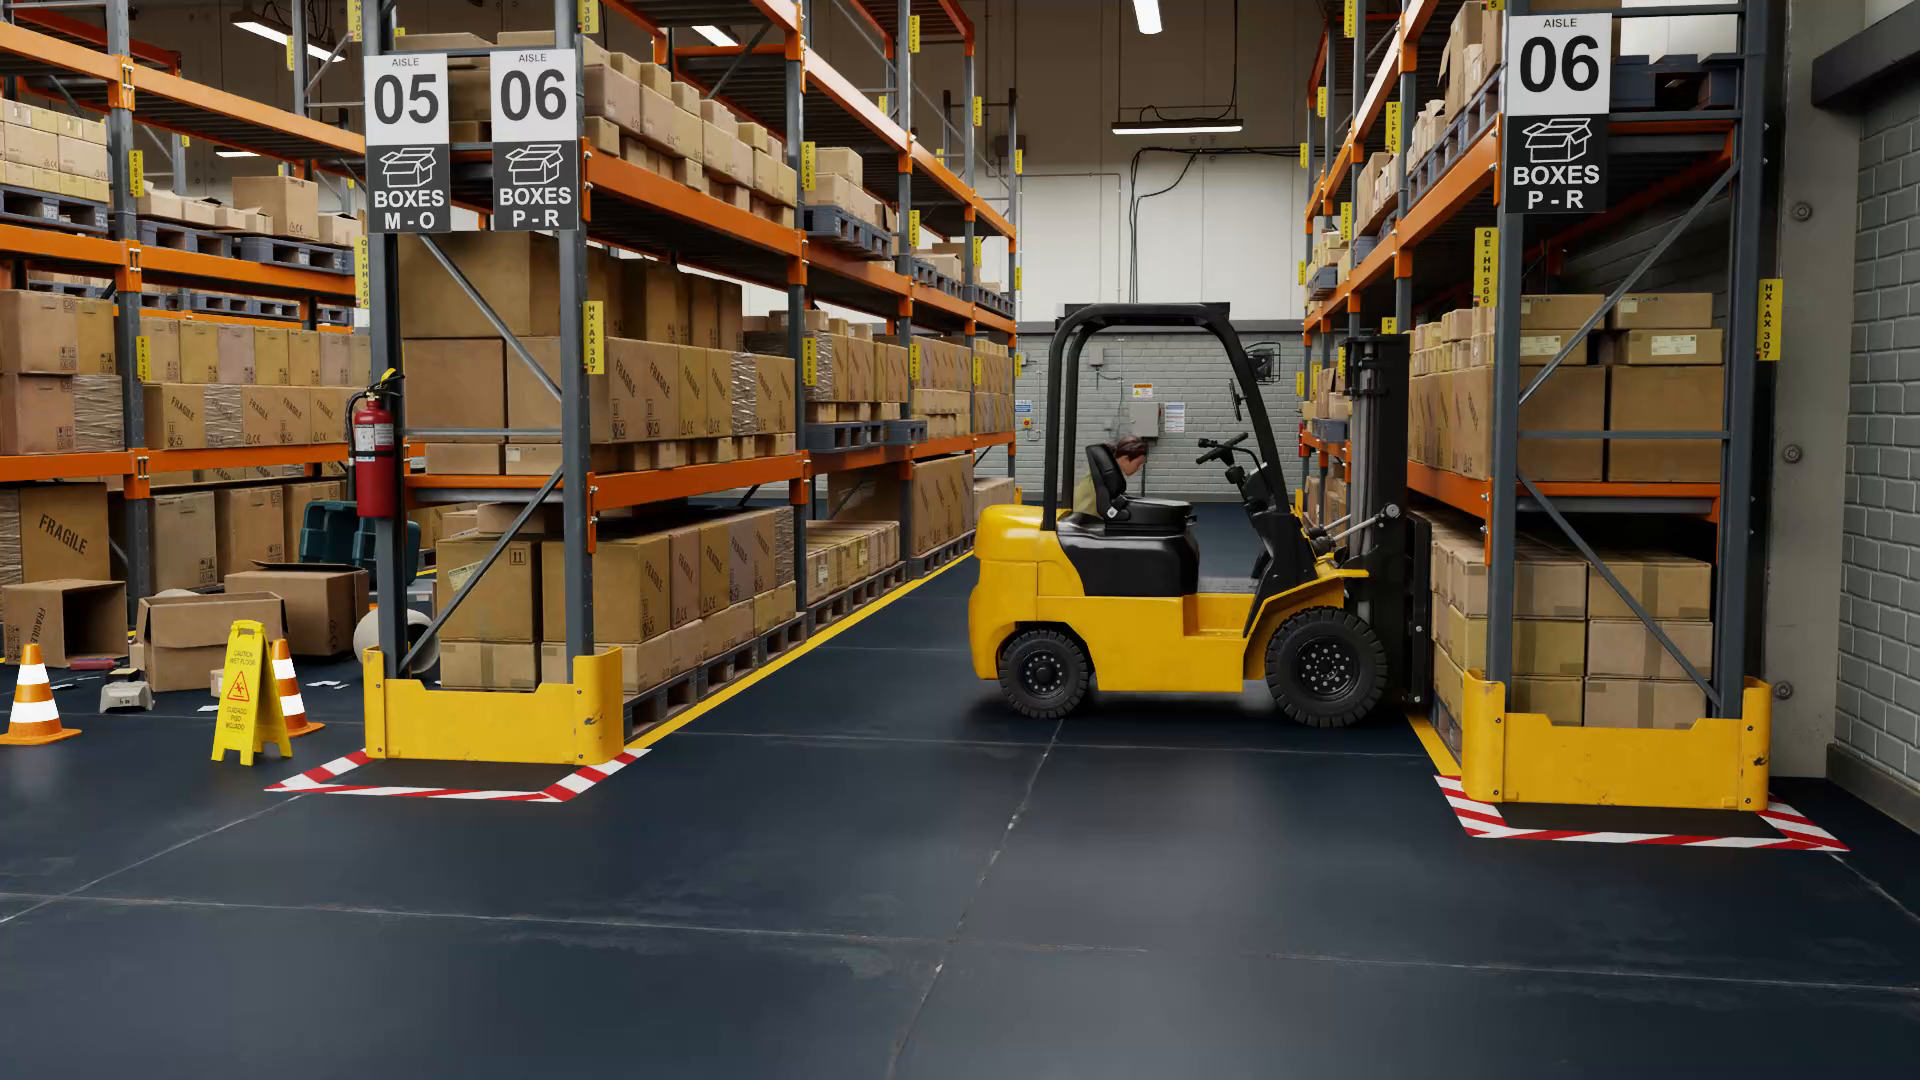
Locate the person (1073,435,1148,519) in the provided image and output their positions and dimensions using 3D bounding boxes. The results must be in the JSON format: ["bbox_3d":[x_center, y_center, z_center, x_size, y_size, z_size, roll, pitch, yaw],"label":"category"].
[{"bbox_3d":[0.933,0.032,10.967,0.595,1.444,0.507,1,5,9],"label":"person"}]
